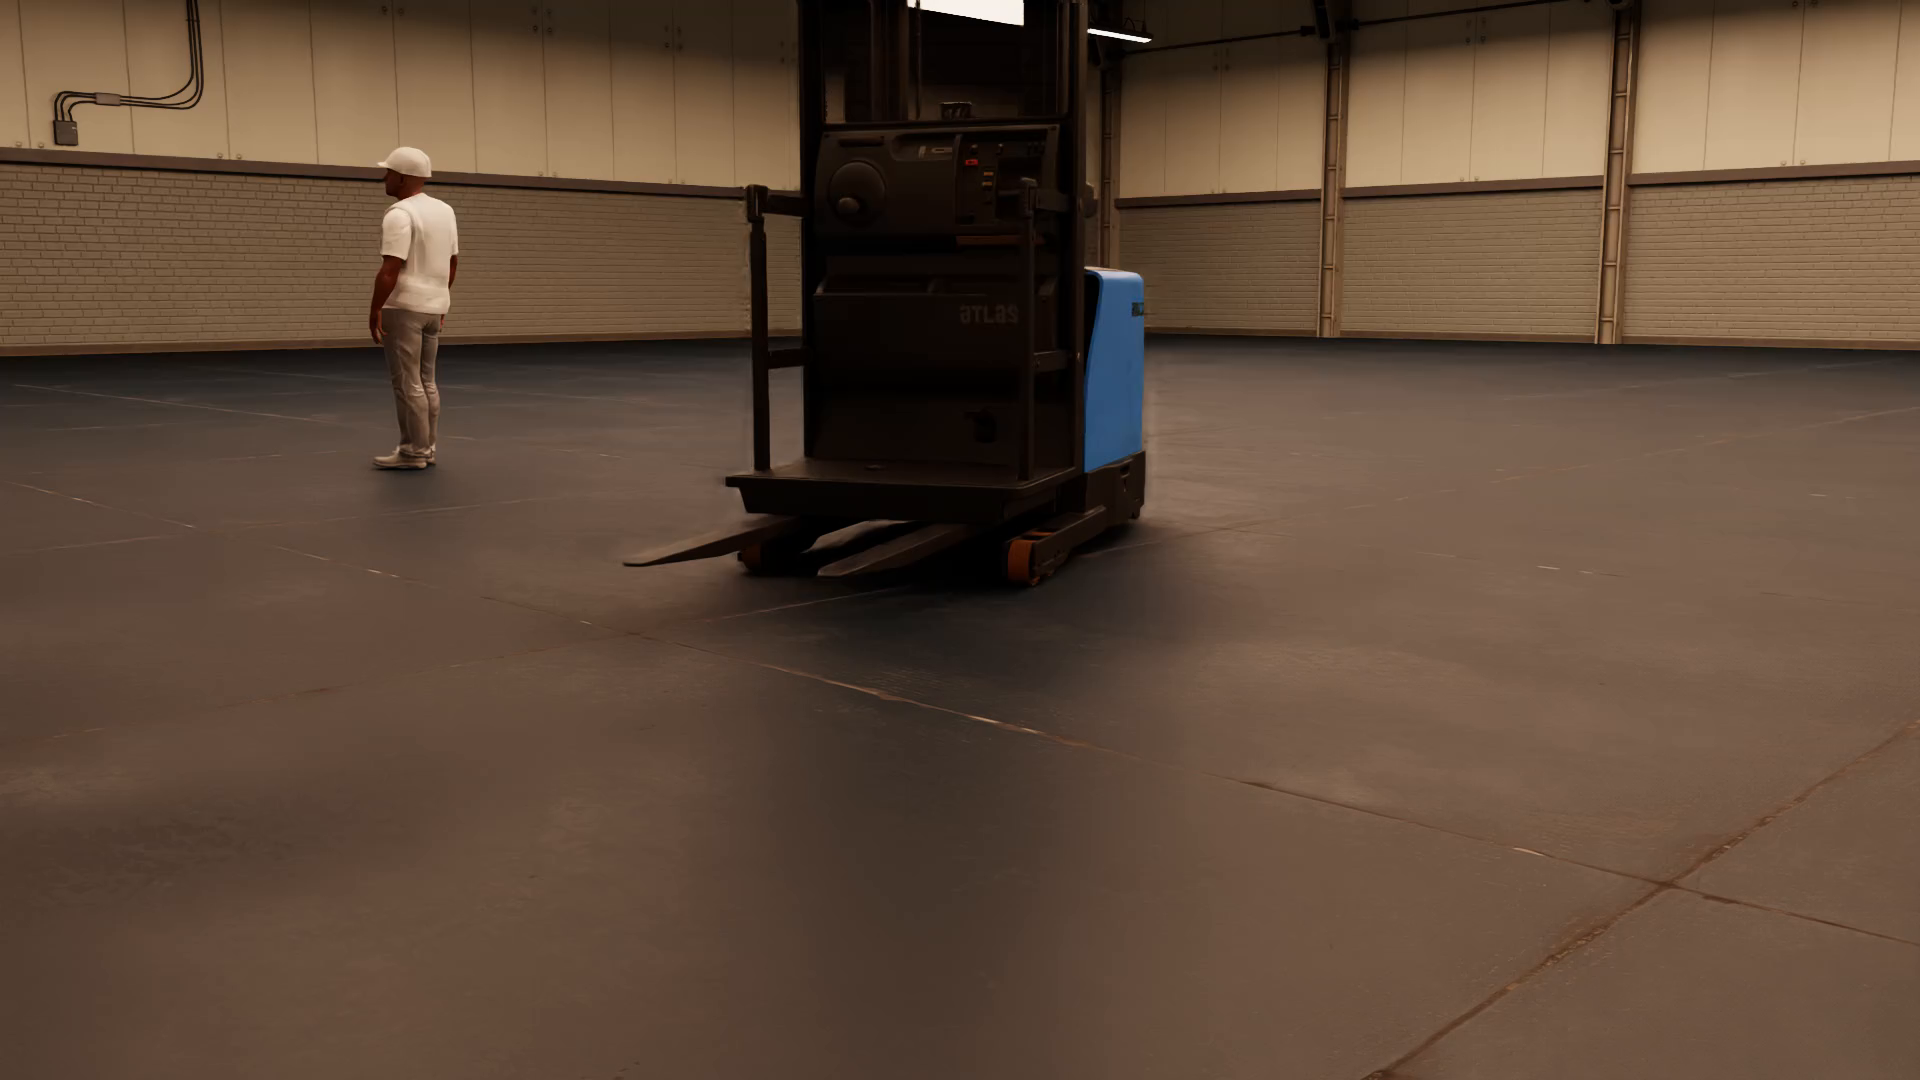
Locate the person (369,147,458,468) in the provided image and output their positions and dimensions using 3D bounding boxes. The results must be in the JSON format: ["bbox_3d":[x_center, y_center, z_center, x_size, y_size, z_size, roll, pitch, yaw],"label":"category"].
[{"bbox_3d":[-3.123,-1.286,9.287,0.570,1.767,0.665,2,9,16],"label":"person"}]

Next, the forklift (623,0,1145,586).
[{"bbox_3d":[-0.157,-1.358,5.891,1.130,2.935,3.031,3,9,19],"label":"forklift"}]
